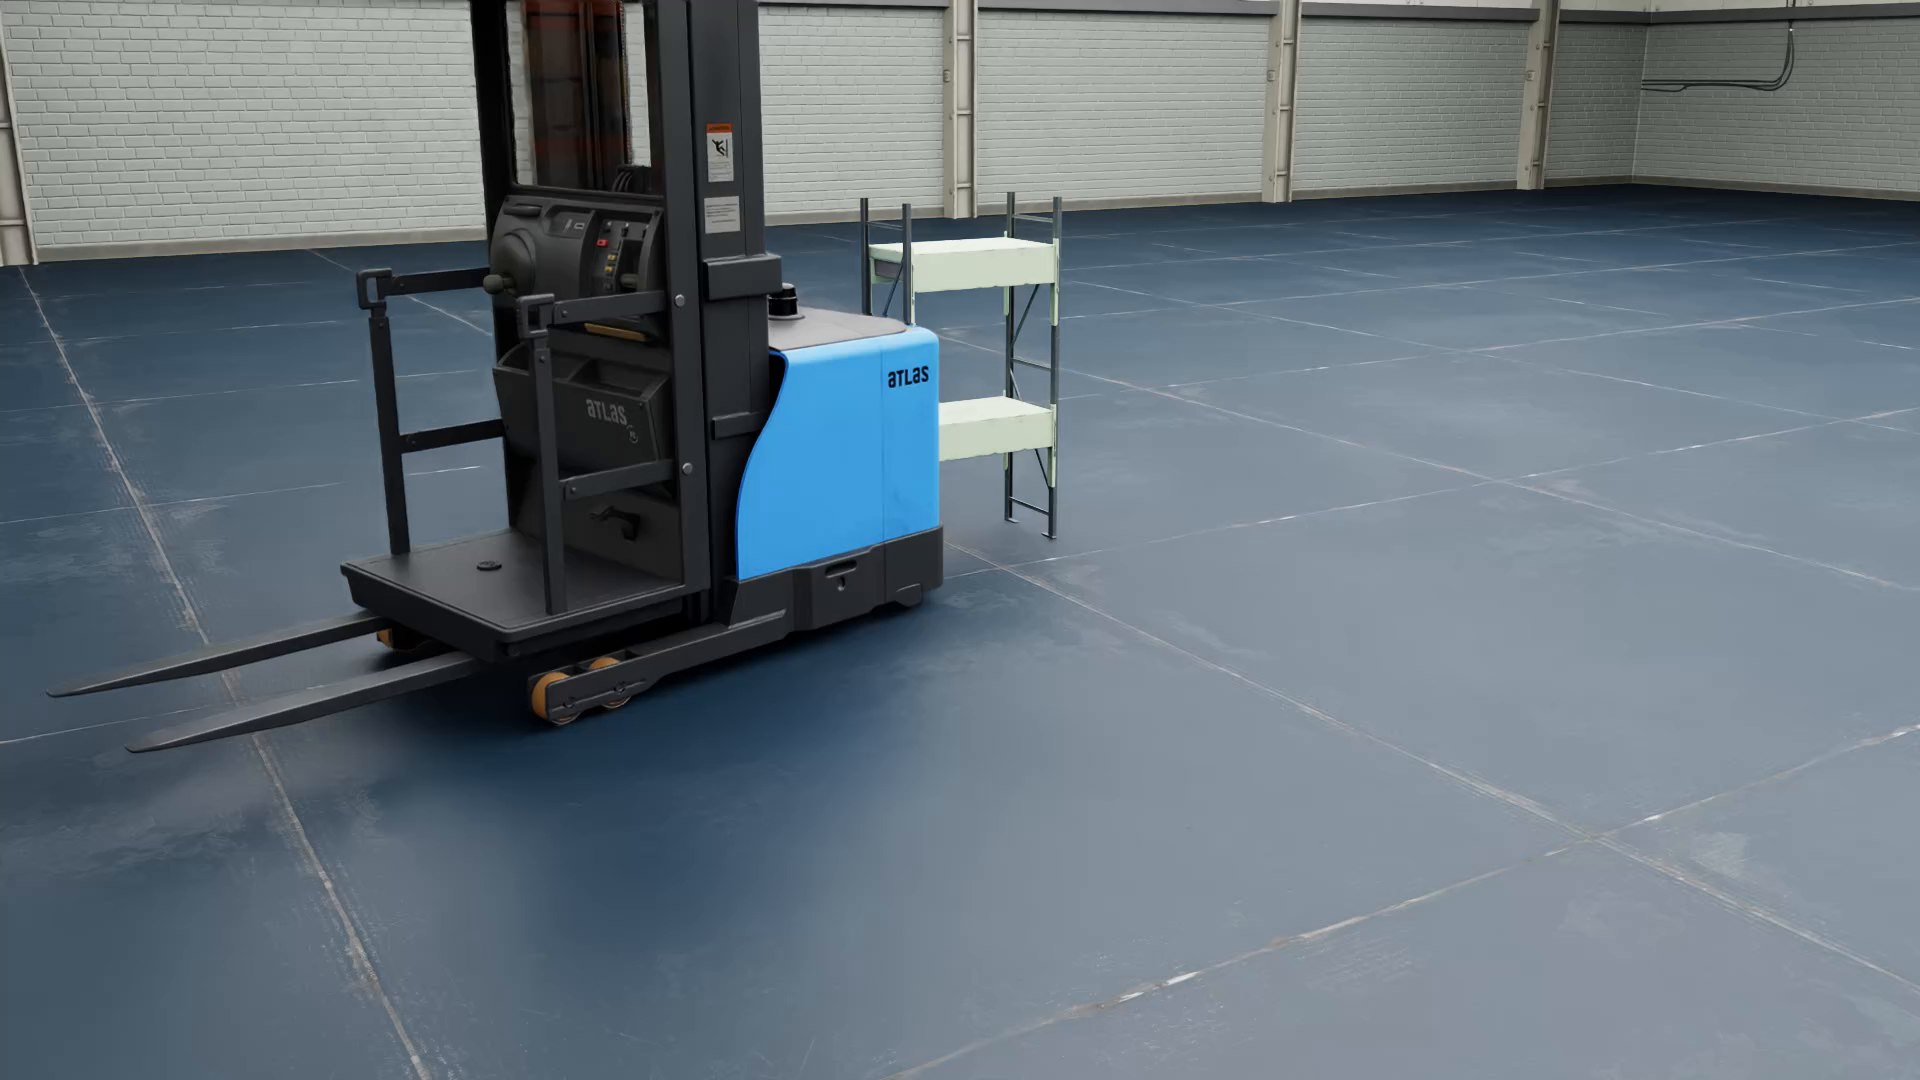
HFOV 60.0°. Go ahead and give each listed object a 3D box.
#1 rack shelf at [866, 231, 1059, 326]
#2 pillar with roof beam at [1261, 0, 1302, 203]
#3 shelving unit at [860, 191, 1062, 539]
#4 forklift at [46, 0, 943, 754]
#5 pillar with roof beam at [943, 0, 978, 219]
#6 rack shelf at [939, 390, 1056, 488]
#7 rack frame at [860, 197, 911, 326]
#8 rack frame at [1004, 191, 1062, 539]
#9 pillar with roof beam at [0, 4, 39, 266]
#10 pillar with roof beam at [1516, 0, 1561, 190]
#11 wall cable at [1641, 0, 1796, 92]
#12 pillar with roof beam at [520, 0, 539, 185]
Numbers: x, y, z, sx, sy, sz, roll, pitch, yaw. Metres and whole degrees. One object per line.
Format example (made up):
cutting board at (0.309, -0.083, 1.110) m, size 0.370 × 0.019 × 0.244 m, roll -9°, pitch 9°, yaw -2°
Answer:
rack shelf at (0.006, -1.099, 7.105) m, size 0.720 × 0.370 × 0.431 m, roll -9°, pitch 18°, yaw -30°
pillar with roof beam at (7.362, -8.849, 22.305) m, size 0.400 × 9.000 × 9.100 m, roll -9°, pitch 18°, yaw -30°
shelving unit at (0.006, -0.723, 7.211) m, size 0.755 × 1.500 × 0.431 m, roll -9°, pitch 18°, yaw -30°
forklift at (-1.447, -0.977, 5.465) m, size 1.130 × 2.935 × 3.031 m, roll 14°, pitch 21°, yaw 42°
pillar with roof beam at (2.219, -8.015, 19.329) m, size 0.400 × 9.000 × 9.100 m, roll -9°, pitch 18°, yaw -30°
rack shelf at (0.006, -0.409, 7.299) m, size 0.720 × 0.370 × 0.431 m, roll -9°, pitch 18°, yaw -30°
rack frame at (-0.308, -0.672, 7.029) m, size 0.023 × 1.500 × 0.400 m, roll -9°, pitch 18°, yaw -30°
rack frame at (0.319, -0.774, 7.392) m, size 0.023 × 1.500 × 0.400 m, roll -9°, pitch 18°, yaw -30°
pillar with roof beam at (-8.067, -6.347, 13.379) m, size 0.400 × 9.000 × 9.100 m, roll -9°, pitch 18°, yaw -30°
pillar with roof beam at (12.505, -9.683, 25.280) m, size 0.400 × 9.000 × 9.100 m, roll -9°, pitch 18°, yaw -30°
wall cable at (13.494, -9.287, 29.622) m, size 0.112 × 2.526 × 3.097 m, roll -9°, pitch 18°, yaw -30°
pillar with roof beam at (-2.924, -7.181, 16.354) m, size 0.400 × 9.000 × 9.100 m, roll -9°, pitch 18°, yaw -30°
